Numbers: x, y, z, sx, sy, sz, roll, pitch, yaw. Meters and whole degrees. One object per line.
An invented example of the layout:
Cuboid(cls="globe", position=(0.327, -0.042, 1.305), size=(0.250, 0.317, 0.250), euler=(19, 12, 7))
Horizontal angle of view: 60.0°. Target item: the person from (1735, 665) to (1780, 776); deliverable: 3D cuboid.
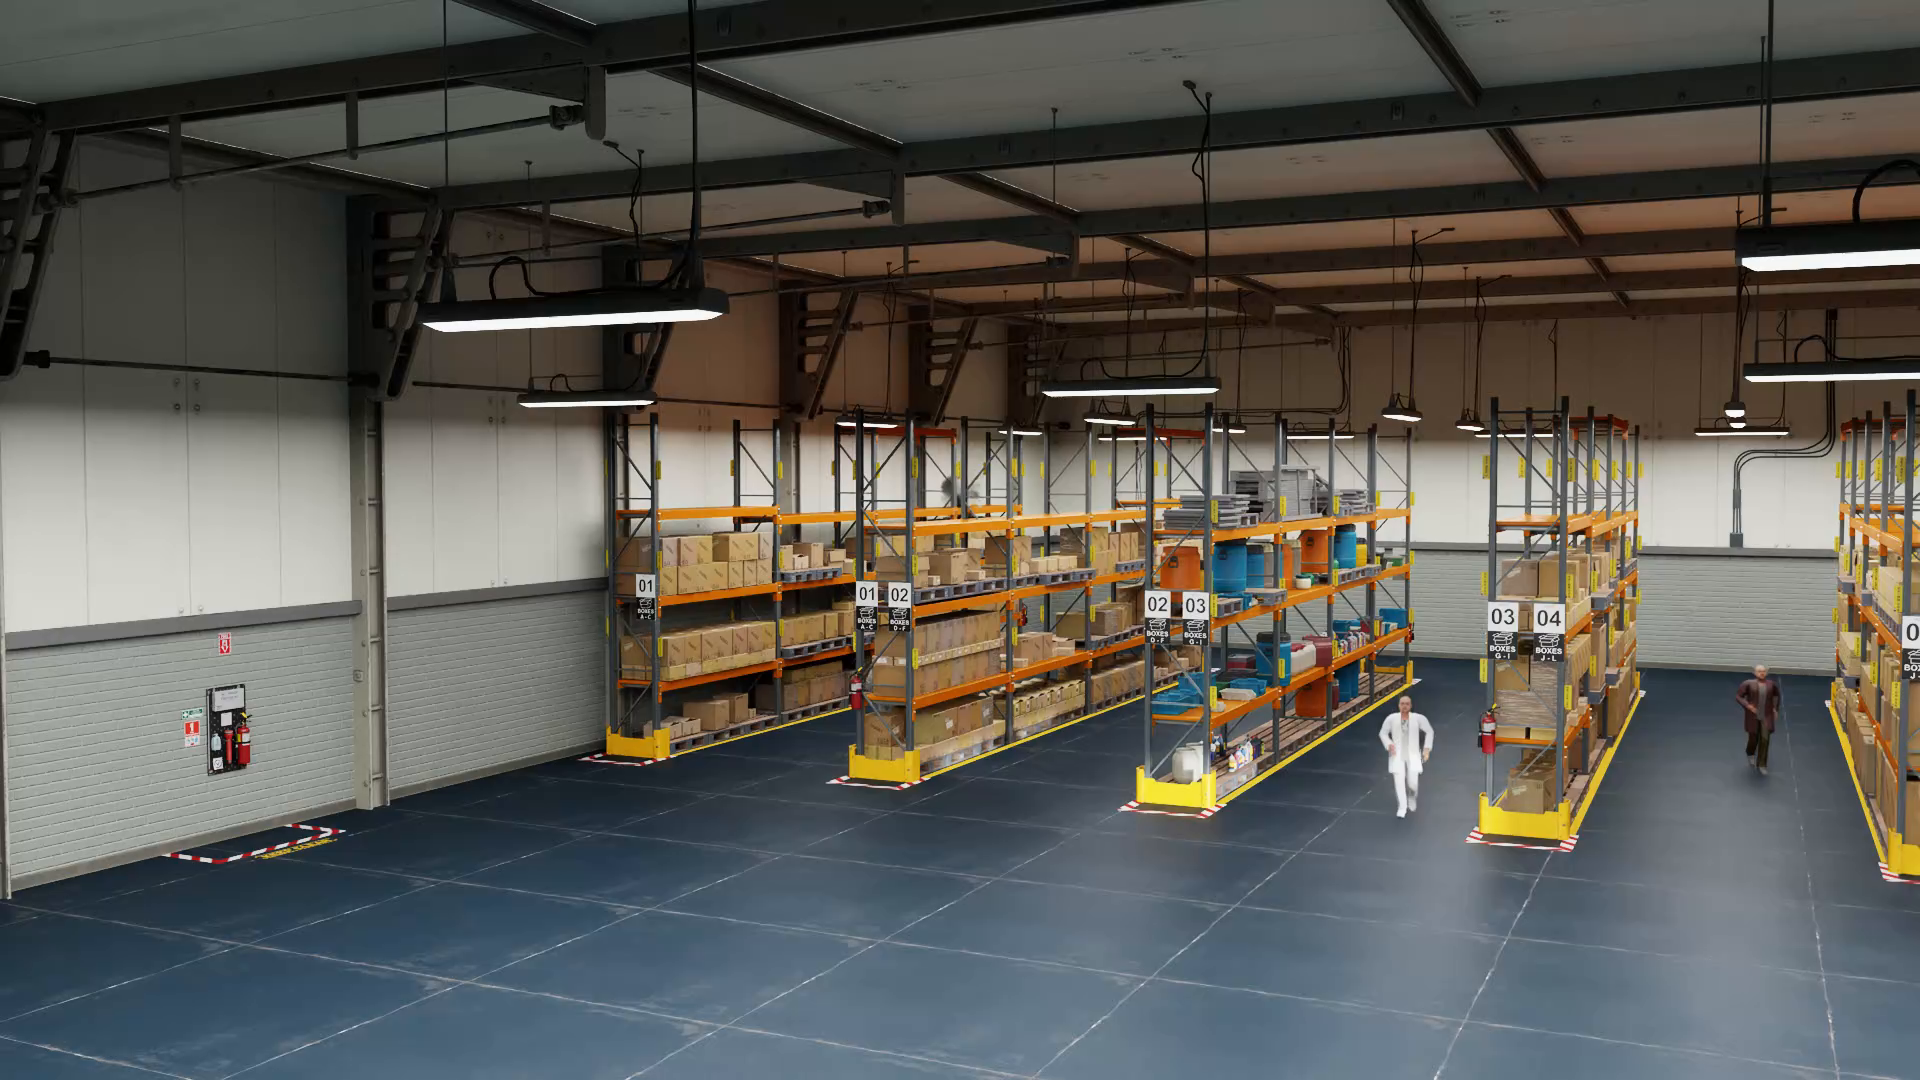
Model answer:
Cuboid(cls="person", position=(13.246, 2.959, 27.595), size=(0.711, 1.779, 0.959), euler=(1, 2, 16))

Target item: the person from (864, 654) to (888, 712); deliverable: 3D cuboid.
Cuboid(cls="person", position=(-1.412, 2.892, 30.024), size=(0.620, 1.727, 0.927), euler=(1, 3, 26))

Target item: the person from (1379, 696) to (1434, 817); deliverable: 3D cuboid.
Cuboid(cls="person", position=(6.424, 3.121, 23.960), size=(0.760, 1.732, 0.600), euler=(1, 2, 16))
